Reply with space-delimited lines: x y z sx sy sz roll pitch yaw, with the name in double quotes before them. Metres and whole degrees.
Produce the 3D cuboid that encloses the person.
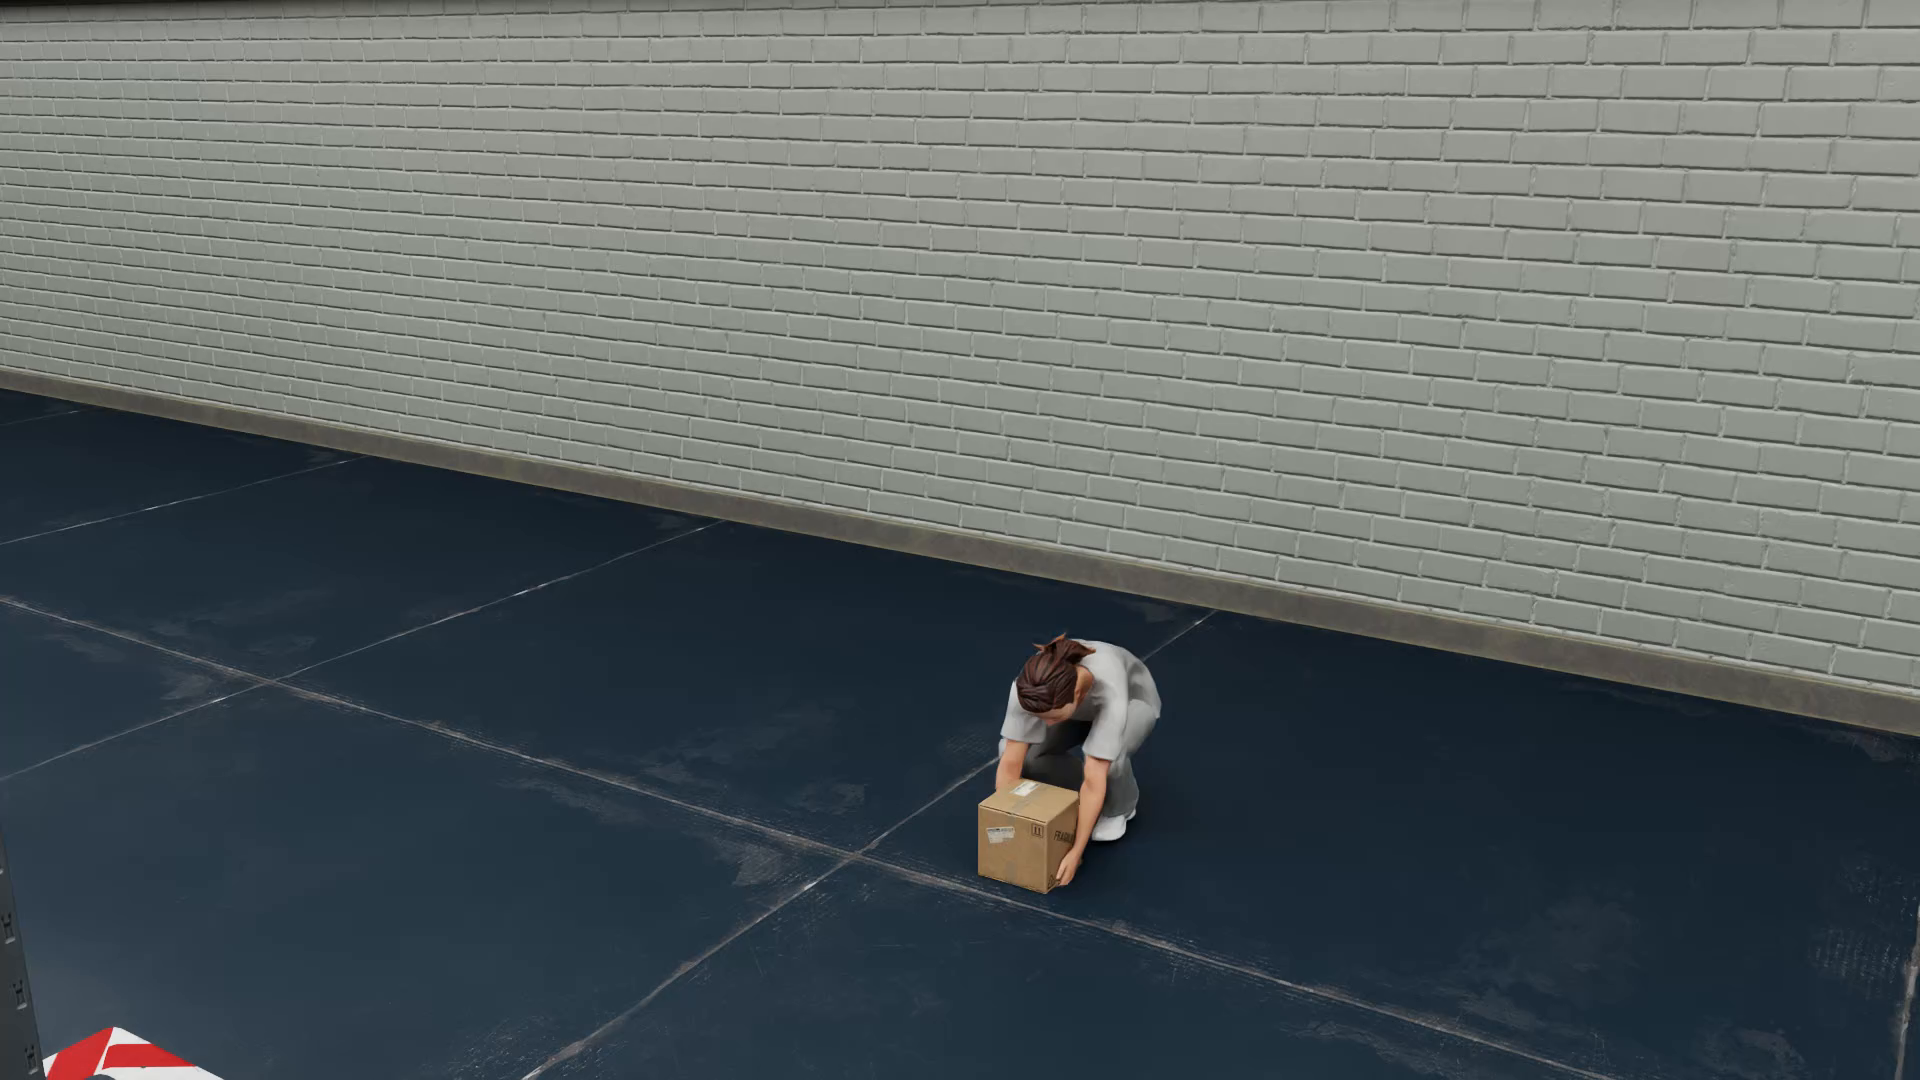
"person" 0.388 0.653 5.529 0.470 0.803 0.819 10 19 30
